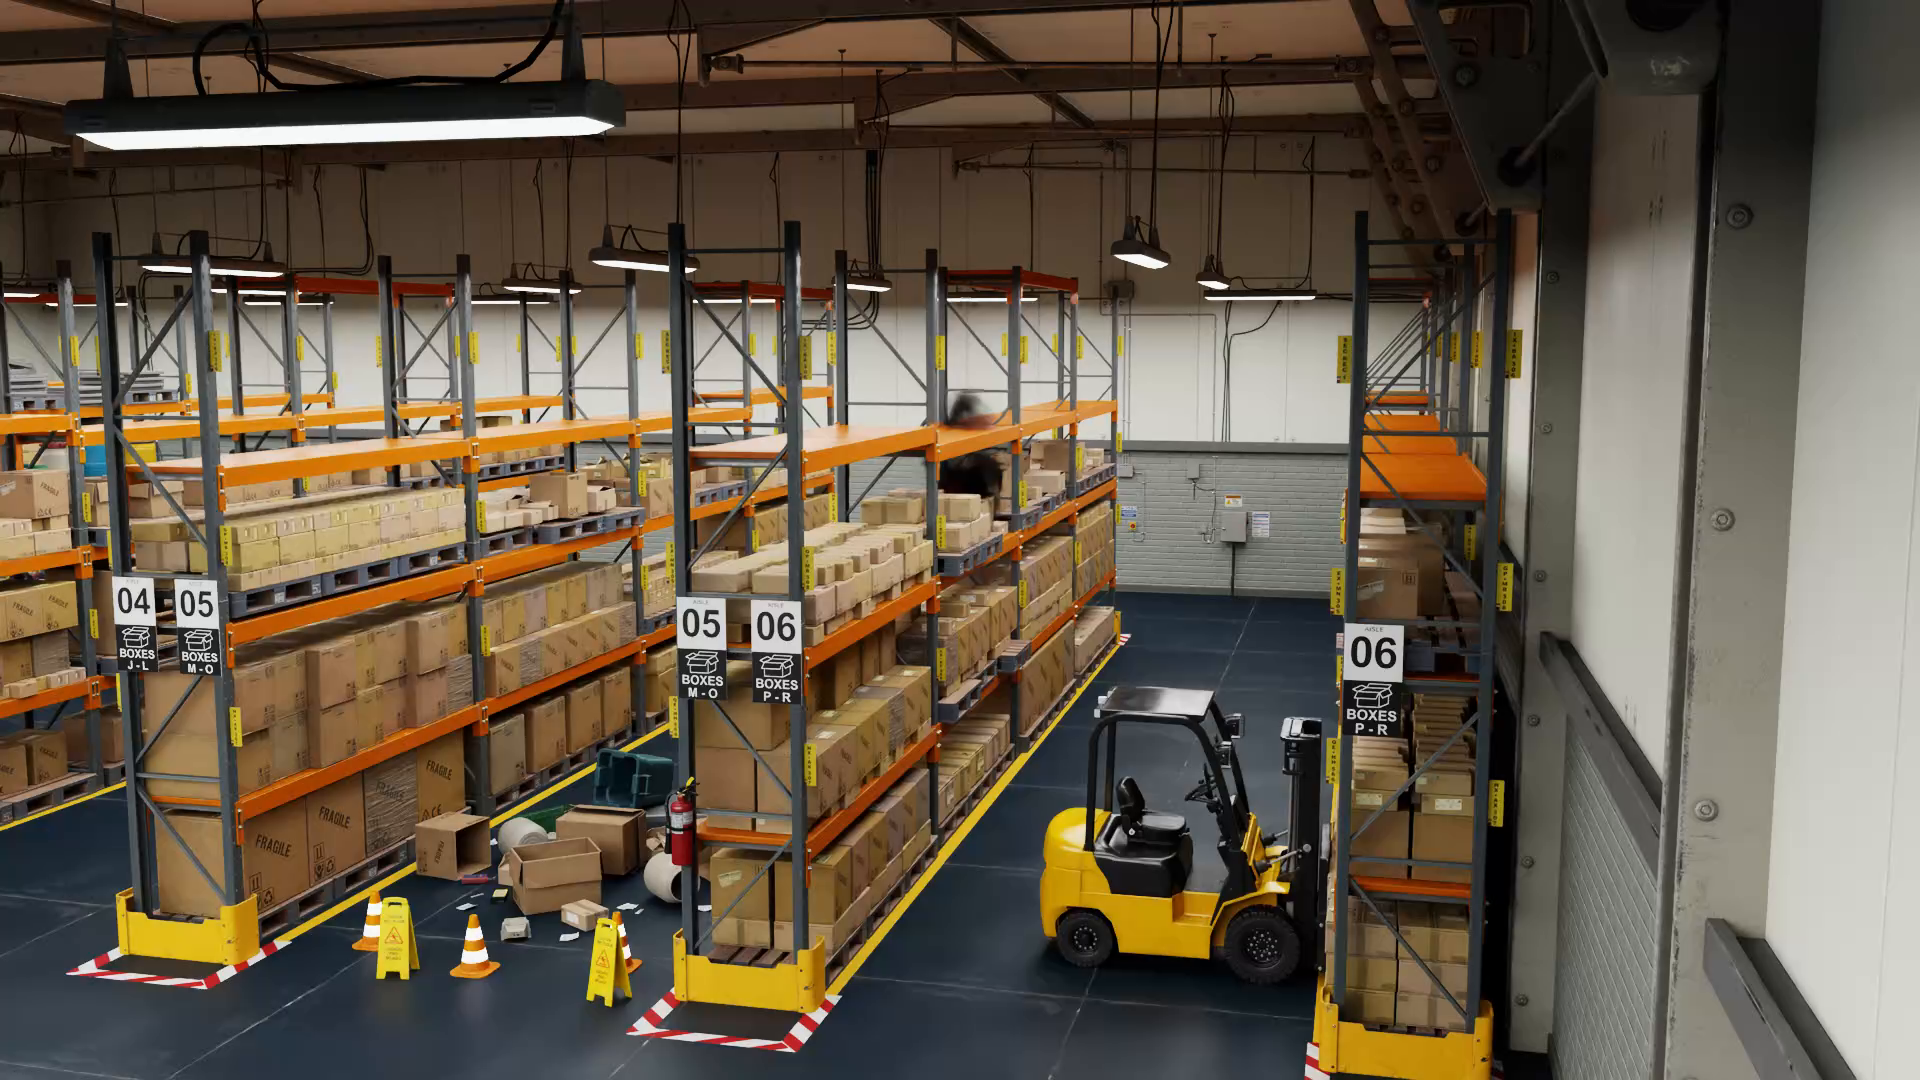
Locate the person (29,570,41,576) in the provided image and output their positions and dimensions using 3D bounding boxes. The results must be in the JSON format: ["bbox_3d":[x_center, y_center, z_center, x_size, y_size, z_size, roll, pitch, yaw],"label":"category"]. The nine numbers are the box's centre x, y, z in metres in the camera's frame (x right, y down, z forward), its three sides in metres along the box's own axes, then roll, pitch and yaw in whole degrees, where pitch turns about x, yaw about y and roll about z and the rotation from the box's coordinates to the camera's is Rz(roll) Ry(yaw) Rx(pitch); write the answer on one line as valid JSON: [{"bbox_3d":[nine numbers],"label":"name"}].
[{"bbox_3d":[-15.840,0.828,28.809,0.617,1.689,0.847,0,7,-2],"label":"person"}]
